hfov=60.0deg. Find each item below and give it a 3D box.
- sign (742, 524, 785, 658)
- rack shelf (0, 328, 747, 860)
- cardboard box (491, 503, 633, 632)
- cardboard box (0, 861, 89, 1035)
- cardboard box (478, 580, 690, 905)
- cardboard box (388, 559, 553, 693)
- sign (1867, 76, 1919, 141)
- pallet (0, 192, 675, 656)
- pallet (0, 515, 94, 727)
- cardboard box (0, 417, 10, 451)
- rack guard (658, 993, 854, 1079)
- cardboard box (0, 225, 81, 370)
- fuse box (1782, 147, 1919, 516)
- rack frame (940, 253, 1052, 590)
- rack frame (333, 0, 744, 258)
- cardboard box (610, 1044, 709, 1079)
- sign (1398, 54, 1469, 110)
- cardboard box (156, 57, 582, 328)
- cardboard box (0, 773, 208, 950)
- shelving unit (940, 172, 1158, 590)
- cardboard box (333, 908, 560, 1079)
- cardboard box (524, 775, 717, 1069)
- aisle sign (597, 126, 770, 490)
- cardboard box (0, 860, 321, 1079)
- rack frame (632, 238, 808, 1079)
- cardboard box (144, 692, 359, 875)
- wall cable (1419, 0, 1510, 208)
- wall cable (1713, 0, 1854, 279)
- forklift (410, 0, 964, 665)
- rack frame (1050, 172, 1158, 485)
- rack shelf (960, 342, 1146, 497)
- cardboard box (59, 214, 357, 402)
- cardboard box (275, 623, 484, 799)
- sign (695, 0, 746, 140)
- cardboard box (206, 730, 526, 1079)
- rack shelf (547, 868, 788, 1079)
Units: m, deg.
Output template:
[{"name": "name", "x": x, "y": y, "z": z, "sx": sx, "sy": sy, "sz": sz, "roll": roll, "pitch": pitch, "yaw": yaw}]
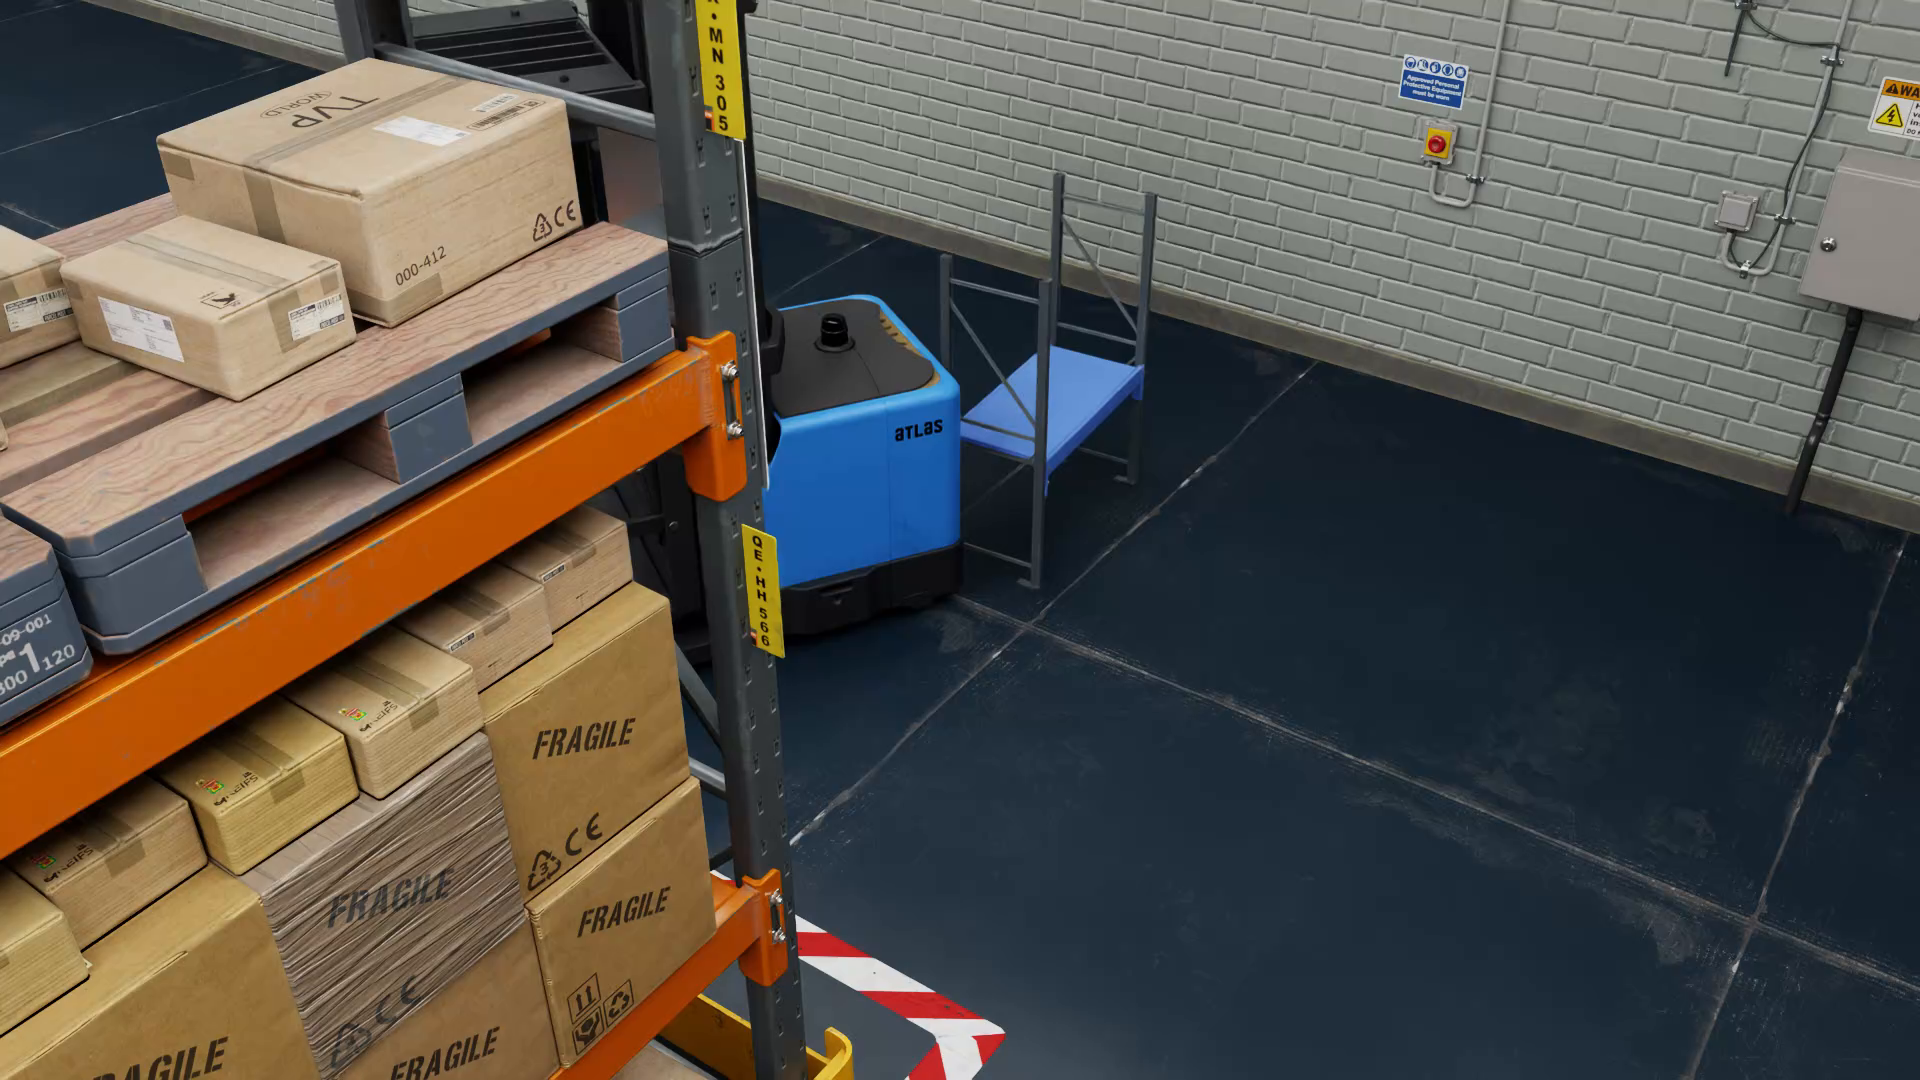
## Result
[{"name": "sign", "x": -0.435, "y": 0.115, "z": 3.658, "sx": 0.100, "sy": 0.325, "sz": 0.005, "roll": 21, "pitch": 39, "yaw": 28}, {"name": "rack shelf", "x": -2.013, "y": 0.488, "z": 2.315, "sx": 1.077, "sy": 0.370, "sz": 4.000, "roll": 21, "pitch": 39, "yaw": 28}, {"name": "cardboard box", "x": -0.913, "y": 0.017, "z": 3.486, "sx": 0.380, "sy": 0.149, "sz": 0.250, "roll": 22, "pitch": 40, "yaw": 29}, {"name": "cardboard box", "x": -1.595, "y": 0.622, "z": 2.591, "sx": 0.380, "sy": 0.149, "sz": 0.250, "roll": 22, "pitch": 40, "yaw": 29}, {"name": "cardboard box", "x": -0.952, "y": 0.355, "z": 3.566, "sx": 0.500, "sy": 0.500, "sz": 0.500, "roll": 23, "pitch": 40, "yaw": 30}, {"name": "cardboard box", "x": -1.038, "y": 0.142, "z": 3.302, "sx": 0.380, "sy": 0.149, "sz": 0.250, "roll": 22, "pitch": 40, "yaw": 29}, {"name": "sign", "x": 4.038, "y": -1.807, "z": 7.007, "sx": 0.339, "sy": 0.242, "sz": 0.001, "roll": 21, "pitch": 39, "yaw": 28}, {"name": "pallet", "x": -1.287, "y": -0.349, "z": 2.989, "sx": 1.003, "sy": 0.211, "sz": 1.213, "roll": 21, "pitch": 39, "yaw": 28}, {"name": "pallet", "x": -1.982, "y": 0.215, "z": 2.155, "sx": 1.003, "sy": 0.211, "sz": 1.213, "roll": 21, "pitch": 39, "yaw": 28}, {"name": "cardboard box", "x": -1.767, "y": -0.236, "z": 2.358, "sx": 0.500, "sy": 0.311, "sz": 0.500, "roll": 22, "pitch": 40, "yaw": 29}, {"name": "rack guard", "x": -0.859, "y": 1.537, "z": 5.031, "sx": 1.175, "sy": 0.500, "sz": 0.348, "roll": 21, "pitch": 39, "yaw": 28}, {"name": "cardboard box", "x": -1.682, "y": -0.414, "z": 2.767, "sx": 0.380, "sy": 0.149, "sz": 0.250, "roll": 23, "pitch": 40, "yaw": 30}, {"name": "fuse box", "x": 3.966, "y": -0.818, "z": 7.432, "sx": 0.539, "sy": 1.711, "sz": 0.414, "roll": 21, "pitch": 39, "yaw": 28}, {"name": "rack frame", "x": 0.142, "y": -0.475, "z": 7.114, "sx": 0.500, "sy": 1.500, "sz": 0.032, "roll": 18, "pitch": 38, "yaw": 24}, {"name": "rack frame", "x": -0.873, "y": -1.973, "z": 2.634, "sx": 1.000, "sy": 3.000, "sz": 0.127, "roll": 21, "pitch": 39, "yaw": 28}, {"name": "cardboard box", "x": -1.167, "y": 1.736, "z": 4.418, "sx": 0.875, "sy": 0.438, "sz": 0.875, "roll": 20, "pitch": 39, "yaw": 27}, {"name": "sign", "x": 2.318, "y": -2.245, "z": 8.151, "sx": 0.327, "sy": 0.218, "sz": 0.001, "roll": 21, "pitch": 39, "yaw": 28}, {"name": "cardboard box", "x": -1.055, "y": -0.647, "z": 3.022, "sx": 0.500, "sy": 0.250, "sz": 0.500, "roll": 18, "pitch": 38, "yaw": 24}, {"name": "cardboard box", "x": -1.501, "y": 0.488, "z": 2.790, "sx": 0.380, "sy": 0.149, "sz": 0.250, "roll": 21, "pitch": 39, "yaw": 28}, {"name": "shelving unit", "x": 0.395, "y": -0.722, "z": 7.479, "sx": 0.538, "sy": 1.500, "sz": 1.048, "roll": 18, "pitch": 38, "yaw": 24}, {"name": "cardboard box", "x": -1.229, "y": 1.004, "z": 3.499, "sx": 0.500, "sy": 0.500, "sz": 0.500, "roll": 20, "pitch": 39, "yaw": 27}, {"name": "cardboard box", "x": -0.930, "y": 0.778, "z": 3.833, "sx": 0.500, "sy": 0.500, "sz": 0.500, "roll": 21, "pitch": 40, "yaw": 28}, {"name": "aisle sign", "x": -0.577, "y": -0.498, "z": 3.489, "sx": 0.394, "sy": 0.787, "sz": 0.004, "roll": 21, "pitch": 39, "yaw": 28}, {"name": "cardboard box", "x": -1.511, "y": 0.831, "z": 2.861, "sx": 0.500, "sy": 0.500, "sz": 0.500, "roll": 21, "pitch": 39, "yaw": 28}, {"name": "rack frame", "x": -0.873, "y": 0.513, "z": 4.314, "sx": 1.000, "sy": 3.000, "sz": 0.127, "roll": 21, "pitch": 39, "yaw": 28}, {"name": "cardboard box", "x": -1.293, "y": 0.390, "z": 2.934, "sx": 0.380, "sy": 0.149, "sz": 0.250, "roll": 22, "pitch": 40, "yaw": 29}, {"name": "wall cable", "x": 2.323, "y": -2.524, "z": 7.869, "sx": 0.585, "sy": 1.953, "sz": 0.123, "roll": 21, "pitch": 39, "yaw": 28}, {"name": "wall cable", "x": 3.495, "y": -2.063, "z": 7.216, "sx": 0.588, "sy": 1.984, "sz": 0.122, "roll": 21, "pitch": 39, "yaw": 28}, {"name": "forklift", "x": -1.547, "y": -0.871, "z": 6.421, "sx": 3.031, "sy": 2.935, "sz": 1.130, "roll": -14, "pitch": 36, "yaw": -20}, {"name": "rack frame", "x": 0.647, "y": -0.970, "z": 7.845, "sx": 0.500, "sy": 1.500, "sz": 0.032, "roll": 18, "pitch": 38, "yaw": 24}, {"name": "rack shelf", "x": 0.395, "y": -0.573, "z": 7.580, "sx": 0.538, "sy": 0.185, "sz": 1.000, "roll": 18, "pitch": 38, "yaw": 24}, {"name": "cardboard box", "x": -1.229, "y": -0.387, "z": 2.727, "sx": 0.380, "sy": 0.149, "sz": 0.250, "roll": 18, "pitch": 38, "yaw": 25}, {"name": "cardboard box", "x": -1.116, "y": 0.288, "z": 3.086, "sx": 0.380, "sy": 0.149, "sz": 0.250, "roll": 21, "pitch": 39, "yaw": 28}, {"name": "sign", "x": -0.435, "y": -0.884, "z": 2.982, "sx": 0.100, "sy": 0.325, "sz": 0.005, "roll": 21, "pitch": 39, "yaw": 28}, {"name": "cardboard box", "x": -1.226, "y": 0.605, "z": 3.196, "sx": 0.500, "sy": 0.500, "sz": 0.500, "roll": 21, "pitch": 40, "yaw": 28}, {"name": "rack shelf", "x": -2.013, "y": 1.731, "z": 3.155, "sx": 1.077, "sy": 0.370, "sz": 4.000, "roll": 21, "pitch": 39, "yaw": 28}]
